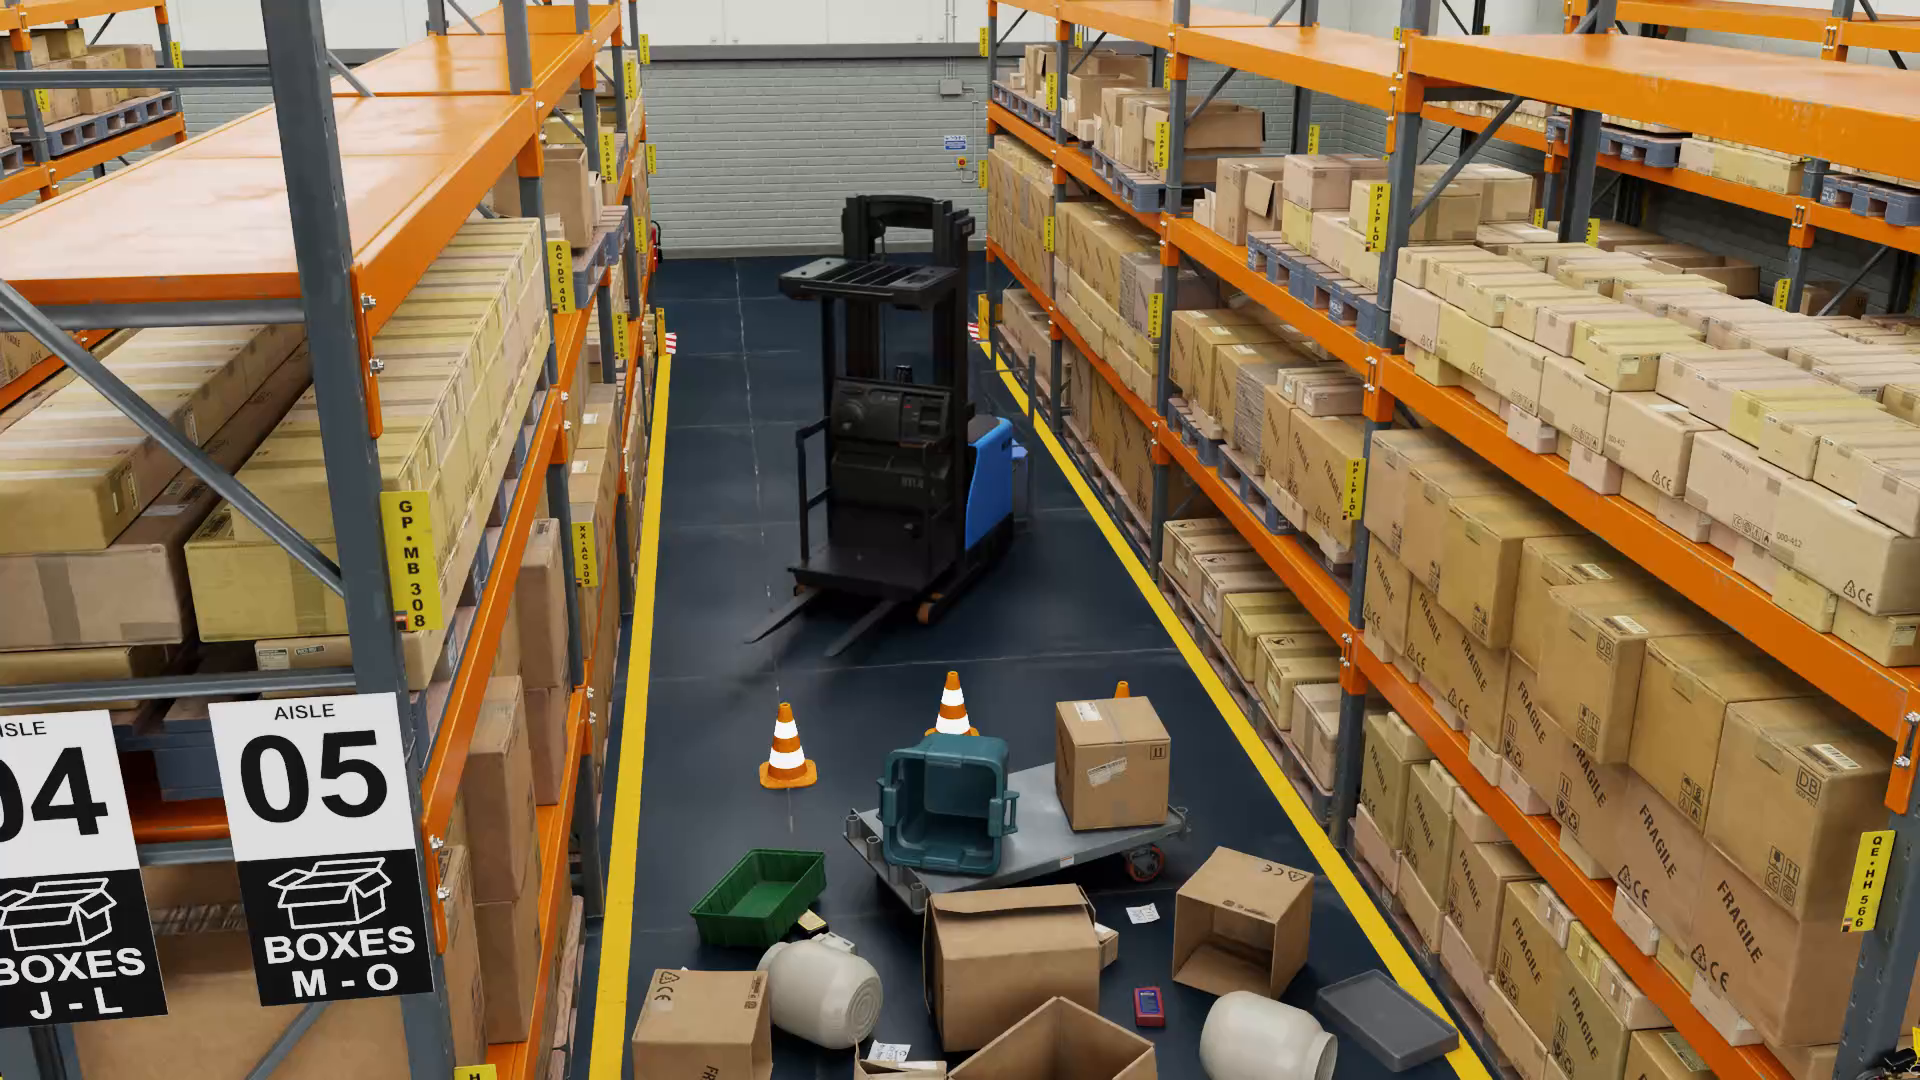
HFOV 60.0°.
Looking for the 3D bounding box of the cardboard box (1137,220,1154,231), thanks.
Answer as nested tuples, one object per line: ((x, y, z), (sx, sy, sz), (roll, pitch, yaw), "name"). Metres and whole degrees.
((1.849, -2.532, 14.636), (0.500, 0.500, 0.500), (-2, 21, -6), "cardboard box")

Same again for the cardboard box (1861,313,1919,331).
((7.136, -1.629, 12.721), (0.380, 0.149, 0.250), (-2, 21, -6), "cardboard box")

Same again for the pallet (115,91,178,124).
((-8.865, -4.507, 17.335), (1.003, 0.211, 1.213), (-3, 21, -8), "pallet")

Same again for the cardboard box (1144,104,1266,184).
((1.774, -2.902, 12.165), (0.797, 0.503, 0.637), (-4, 21, -11), "cardboard box")

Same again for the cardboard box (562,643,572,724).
((-2.265, 0.597, 7.616), (0.875, 0.550, 0.550), (-3, 21, -8), "cardboard box")

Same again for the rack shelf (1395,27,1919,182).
((2.842, -1.524, 5.967), (1.077, 0.370, 4.000), (-3, 21, -8), "rack shelf")

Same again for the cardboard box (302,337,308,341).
((-2.389, -0.645, 5.914), (0.500, 0.250, 0.500), (-3, 21, -8), "cardboard box")

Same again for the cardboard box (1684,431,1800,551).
((2.732, -0.172, 5.392), (0.500, 0.250, 0.500), (-3, 21, -8), "cardboard box")

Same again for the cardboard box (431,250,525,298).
((-1.854, -0.993, 6.276), (0.380, 0.149, 0.250), (-3, 21, -7), "cardboard box")

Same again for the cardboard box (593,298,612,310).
((-2.972, -1.827, 13.229), (0.380, 0.149, 0.250), (-2, 21, -6), "cardboard box")

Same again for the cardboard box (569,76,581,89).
((-3.537, -3.741, 14.416), (0.700, 0.500, 0.500), (-3, 21, -8), "cardboard box")

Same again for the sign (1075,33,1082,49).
((1.363, -5.704, 19.263), (0.100, 0.325, 0.005), (-3, 21, -8), "sign")

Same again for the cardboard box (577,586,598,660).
((-2.139, 0.298, 8.489), (0.500, 0.500, 0.500), (-3, 21, -7), "cardboard box")

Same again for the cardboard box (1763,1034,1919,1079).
((2.865, 1.640, 5.398), (0.380, 0.149, 0.250), (-2, 21, -6), "cardboard box")

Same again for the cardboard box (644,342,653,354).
((-3.537, -2.088, 18.069), (0.380, 0.149, 0.250), (-3, 21, -7), "cardboard box")

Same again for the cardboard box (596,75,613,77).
((-3.292, -4.194, 15.302), (0.380, 0.149, 0.250), (-4, 21, -10), "cardboard box")

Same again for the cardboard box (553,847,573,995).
((-2.309, 1.560, 7.688), (0.875, 0.875, 0.875), (-3, 21, -7), "cardboard box")

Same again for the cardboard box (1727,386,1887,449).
((2.750, -0.392, 5.410), (0.380, 0.149, 0.250), (-3, 21, -7), "cardboard box")

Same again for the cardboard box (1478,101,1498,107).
((5.847, -4.752, 17.654), (0.500, 0.250, 0.500), (-2, 21, -7), "cardboard box")

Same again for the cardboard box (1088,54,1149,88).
((1.524, -4.424, 16.101), (0.500, 0.500, 0.500), (-3, 21, -7), "cardboard box")

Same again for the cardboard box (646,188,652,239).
((-3.740, -3.658, 18.655), (0.500, 0.500, 0.500), (-2, 21, -7), "cardboard box")

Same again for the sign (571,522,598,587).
((-1.781, 0.069, 7.893), (0.100, 0.325, 0.005), (-3, 21, -8), "sign")

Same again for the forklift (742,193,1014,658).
((-0.592, -0.923, 12.000), (1.130, 2.935, 3.031), (8, 22, 21), "forklift")

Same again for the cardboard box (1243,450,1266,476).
((2.025, -0.524, 10.592), (0.380, 0.149, 0.250), (-2, 21, -6), "cardboard box")

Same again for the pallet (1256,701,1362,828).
((2.440, 1.293, 9.954), (1.003, 0.211, 1.213), (-3, 21, -8), "pallet")

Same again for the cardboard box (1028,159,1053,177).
((0.920, -3.870, 17.291), (0.380, 0.149, 0.250), (-3, 21, -9), "cardboard box")

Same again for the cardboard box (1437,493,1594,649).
((2.500, 0.118, 7.117), (0.700, 0.500, 0.500), (-3, 21, -9), "cardboard box")

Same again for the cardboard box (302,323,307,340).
((-2.429, -0.780, 5.708), (0.380, 0.149, 0.250), (-3, 21, -8), "cardboard box")

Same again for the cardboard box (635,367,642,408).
((-3.126, -1.361, 14.975), (0.500, 0.250, 0.500), (-3, 21, -9), "cardboard box")

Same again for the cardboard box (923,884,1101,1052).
((0.229, 1.943, 7.602), (0.797, 0.637, 0.503), (-3, 21, -8), "cardboard box")

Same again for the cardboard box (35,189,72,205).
((-9.028, -3.288, 16.949), (0.500, 0.500, 0.500), (-3, 21, -9), "cardboard box")

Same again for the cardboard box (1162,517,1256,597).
((2.049, 0.101, 12.314), (0.950, 0.372, 0.625), (-4, 21, -11), "cardboard box")

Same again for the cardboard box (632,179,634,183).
((-3.397, -3.231, 16.083), (0.500, 0.500, 0.500), (-4, 21, -9), "cardboard box")

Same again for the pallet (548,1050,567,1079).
((-2.119, 2.537, 6.621), (1.003, 0.211, 1.213), (-3, 21, -8), "pallet")

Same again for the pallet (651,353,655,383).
((-3.967, -1.999, 18.766), (1.003, 0.211, 1.213), (-3, 21, -8), "pallet")

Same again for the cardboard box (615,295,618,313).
((-3.078, -1.958, 14.006), (0.380, 0.149, 0.250), (-4, 21, -11), "cardboard box")

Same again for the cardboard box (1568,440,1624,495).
((2.537, -0.286, 6.266), (0.380, 0.149, 0.250), (-3, 21, -8), "cardboard box")

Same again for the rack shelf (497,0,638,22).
((-3.771, -5.394, 16.329), (1.077, 0.370, 4.000), (-3, 21, -8), "rack shelf")

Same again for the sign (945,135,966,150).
((-0.068, -5.996, 25.095), (0.327, 0.218, 0.001), (-3, 21, -8), "sign")

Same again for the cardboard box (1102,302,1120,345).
((1.484, -1.802, 13.752), (0.500, 0.250, 0.500), (-3, 21, -9), "cardboard box")

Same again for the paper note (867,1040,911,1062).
((-0.323, 2.313, 7.491), (0.172, 0.023, 0.155), (4, 21, 11), "paper note")

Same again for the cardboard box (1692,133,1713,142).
((6.440, -3.460, 14.050), (0.380, 0.149, 0.250), (-2, 21, -6), "cardboard box")

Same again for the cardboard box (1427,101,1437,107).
((5.569, -5.046, 19.010), (0.380, 0.149, 0.250), (-2, 21, -7), "cardboard box")

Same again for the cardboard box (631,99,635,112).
((-3.441, -4.325, 16.222), (0.500, 0.250, 0.500), (-3, 21, -7), "cardboard box")

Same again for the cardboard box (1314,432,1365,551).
((2.260, -0.276, 8.999), (0.500, 0.500, 0.500), (-3, 21, -9), "cardboard box")

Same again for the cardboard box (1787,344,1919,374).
((3.204, -0.596, 5.957), (0.380, 0.149, 0.250), (-2, 21, -6), "cardboard box")

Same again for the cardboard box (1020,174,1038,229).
((0.912, -3.531, 17.310), (0.500, 0.500, 0.500), (-3, 21, -7), "cardboard box")

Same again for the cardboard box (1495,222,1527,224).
((2.792, -1.674, 9.238), (0.500, 0.250, 0.500), (-3, 21, -8), "cardboard box")

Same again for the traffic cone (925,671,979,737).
((-0.042, 1.035, 10.282), (0.336, 0.463, 0.334), (-3, 21, -8), "traffic cone")

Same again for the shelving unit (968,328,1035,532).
((0.216, -0.928, 14.057), (0.538, 1.500, 1.048), (-6, 21, -16), "shelving unit")

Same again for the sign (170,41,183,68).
((-8.443, -5.205, 17.925), (0.100, 0.325, 0.005), (-3, 21, -8), "sign")

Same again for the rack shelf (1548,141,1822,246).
((6.600, -3.141, 14.581), (1.077, 0.370, 4.000), (-3, 21, -8), "rack shelf")

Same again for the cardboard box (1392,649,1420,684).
((2.370, 0.583, 8.226), (0.380, 0.149, 0.250), (-2, 21, -6), "cardboard box")

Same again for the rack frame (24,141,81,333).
((-8.406, -2.014, 14.822), (1.000, 3.000, 0.127), (-3, 21, -8), "rack frame")

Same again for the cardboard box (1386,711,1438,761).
((2.330, 0.956, 8.200), (0.380, 0.149, 0.250), (-3, 21, -7), "cardboard box")

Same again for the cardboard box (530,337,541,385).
((-1.886, -0.704, 6.643), (0.380, 0.149, 0.250), (-3, 21, -7), "cardboard box")

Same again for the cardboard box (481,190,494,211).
((-2.874, -1.839, 9.449), (0.500, 0.311, 0.500), (-3, 21, -9), "cardboard box")

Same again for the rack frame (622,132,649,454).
((-3.483, -2.229, 15.398), (1.000, 3.000, 0.127), (-3, 21, -8), "rack frame")
